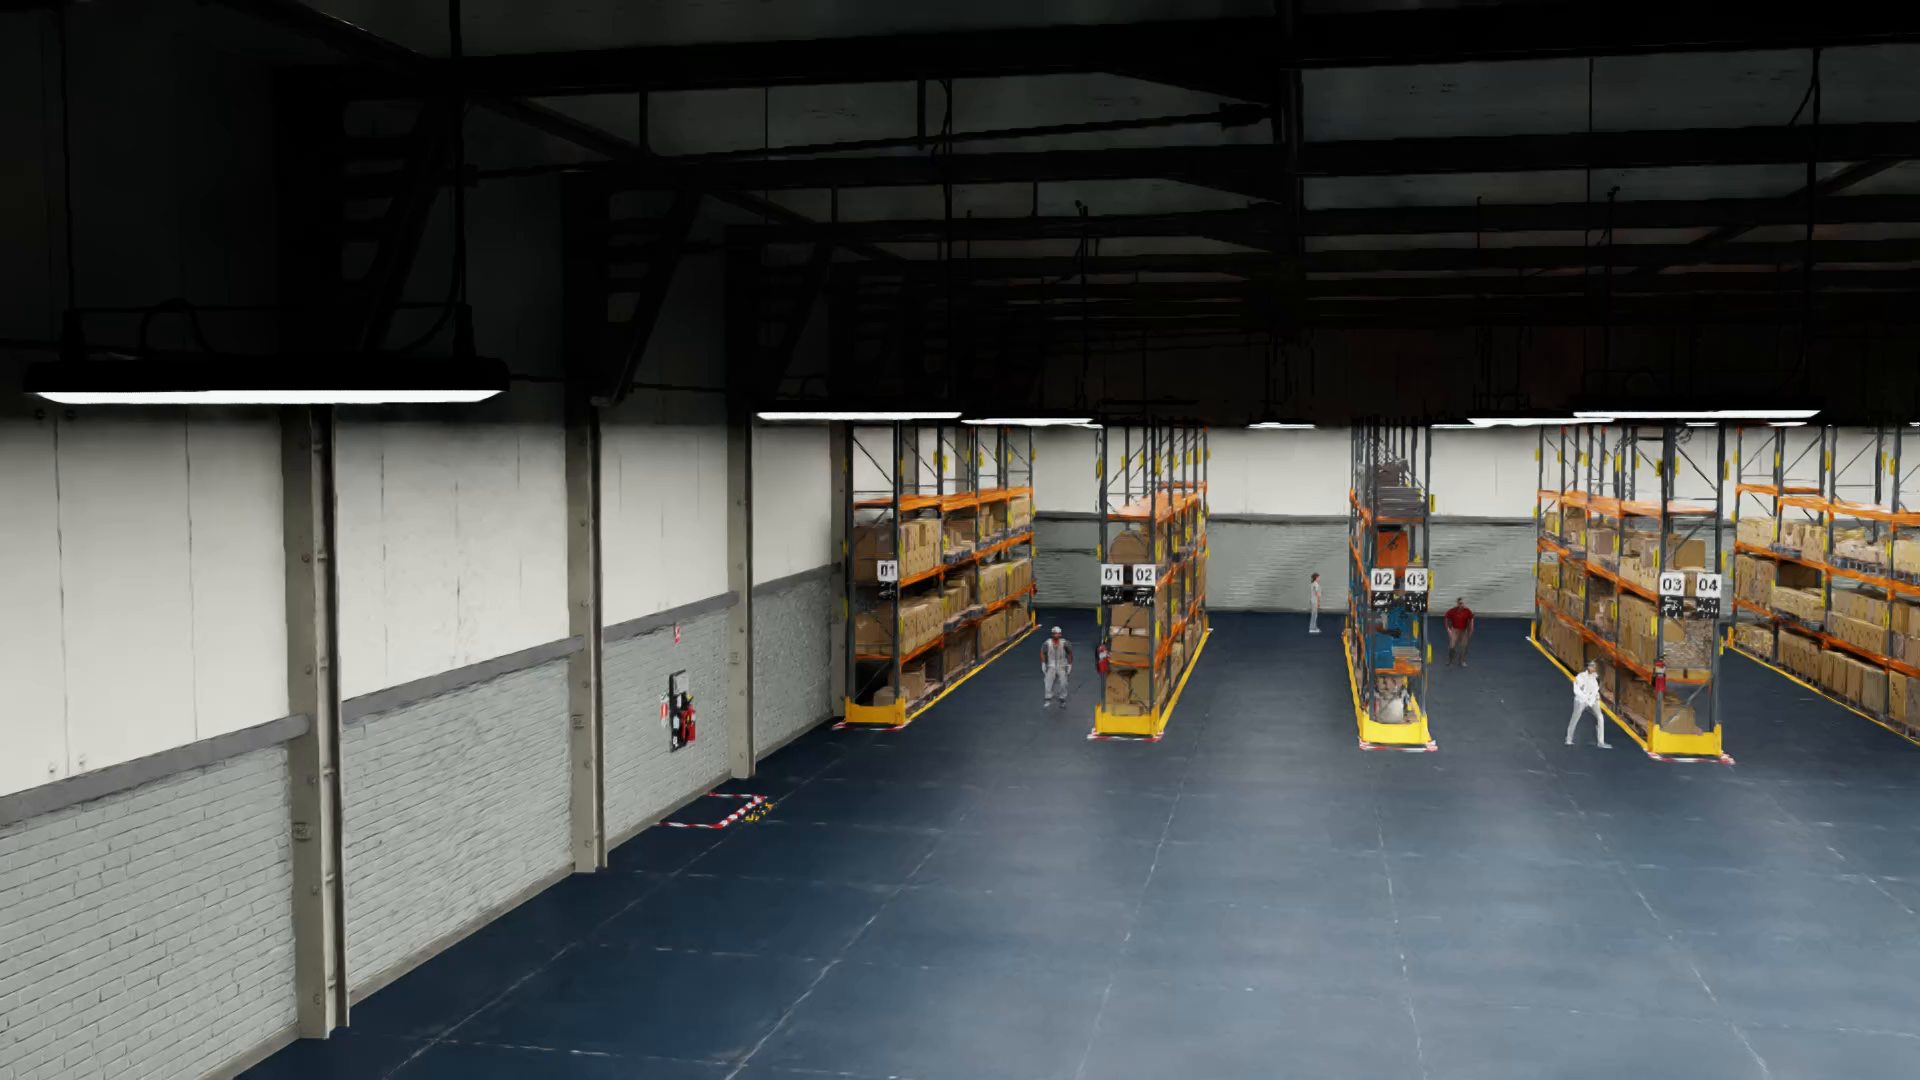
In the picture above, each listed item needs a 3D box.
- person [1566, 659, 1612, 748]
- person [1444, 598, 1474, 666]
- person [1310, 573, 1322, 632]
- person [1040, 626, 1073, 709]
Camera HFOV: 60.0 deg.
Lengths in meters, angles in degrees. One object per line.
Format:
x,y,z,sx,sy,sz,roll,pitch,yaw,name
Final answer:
11.297,2.910,29.982,0.634,1.610,0.798,0,4,-6,person
12.047,2.217,40.151,0.682,1.676,0.535,1,4,9,person
10.025,1.752,46.853,0.395,1.672,0.555,0,4,-4,person
1.967,2.602,33.911,0.677,1.742,0.552,1,4,11,person
